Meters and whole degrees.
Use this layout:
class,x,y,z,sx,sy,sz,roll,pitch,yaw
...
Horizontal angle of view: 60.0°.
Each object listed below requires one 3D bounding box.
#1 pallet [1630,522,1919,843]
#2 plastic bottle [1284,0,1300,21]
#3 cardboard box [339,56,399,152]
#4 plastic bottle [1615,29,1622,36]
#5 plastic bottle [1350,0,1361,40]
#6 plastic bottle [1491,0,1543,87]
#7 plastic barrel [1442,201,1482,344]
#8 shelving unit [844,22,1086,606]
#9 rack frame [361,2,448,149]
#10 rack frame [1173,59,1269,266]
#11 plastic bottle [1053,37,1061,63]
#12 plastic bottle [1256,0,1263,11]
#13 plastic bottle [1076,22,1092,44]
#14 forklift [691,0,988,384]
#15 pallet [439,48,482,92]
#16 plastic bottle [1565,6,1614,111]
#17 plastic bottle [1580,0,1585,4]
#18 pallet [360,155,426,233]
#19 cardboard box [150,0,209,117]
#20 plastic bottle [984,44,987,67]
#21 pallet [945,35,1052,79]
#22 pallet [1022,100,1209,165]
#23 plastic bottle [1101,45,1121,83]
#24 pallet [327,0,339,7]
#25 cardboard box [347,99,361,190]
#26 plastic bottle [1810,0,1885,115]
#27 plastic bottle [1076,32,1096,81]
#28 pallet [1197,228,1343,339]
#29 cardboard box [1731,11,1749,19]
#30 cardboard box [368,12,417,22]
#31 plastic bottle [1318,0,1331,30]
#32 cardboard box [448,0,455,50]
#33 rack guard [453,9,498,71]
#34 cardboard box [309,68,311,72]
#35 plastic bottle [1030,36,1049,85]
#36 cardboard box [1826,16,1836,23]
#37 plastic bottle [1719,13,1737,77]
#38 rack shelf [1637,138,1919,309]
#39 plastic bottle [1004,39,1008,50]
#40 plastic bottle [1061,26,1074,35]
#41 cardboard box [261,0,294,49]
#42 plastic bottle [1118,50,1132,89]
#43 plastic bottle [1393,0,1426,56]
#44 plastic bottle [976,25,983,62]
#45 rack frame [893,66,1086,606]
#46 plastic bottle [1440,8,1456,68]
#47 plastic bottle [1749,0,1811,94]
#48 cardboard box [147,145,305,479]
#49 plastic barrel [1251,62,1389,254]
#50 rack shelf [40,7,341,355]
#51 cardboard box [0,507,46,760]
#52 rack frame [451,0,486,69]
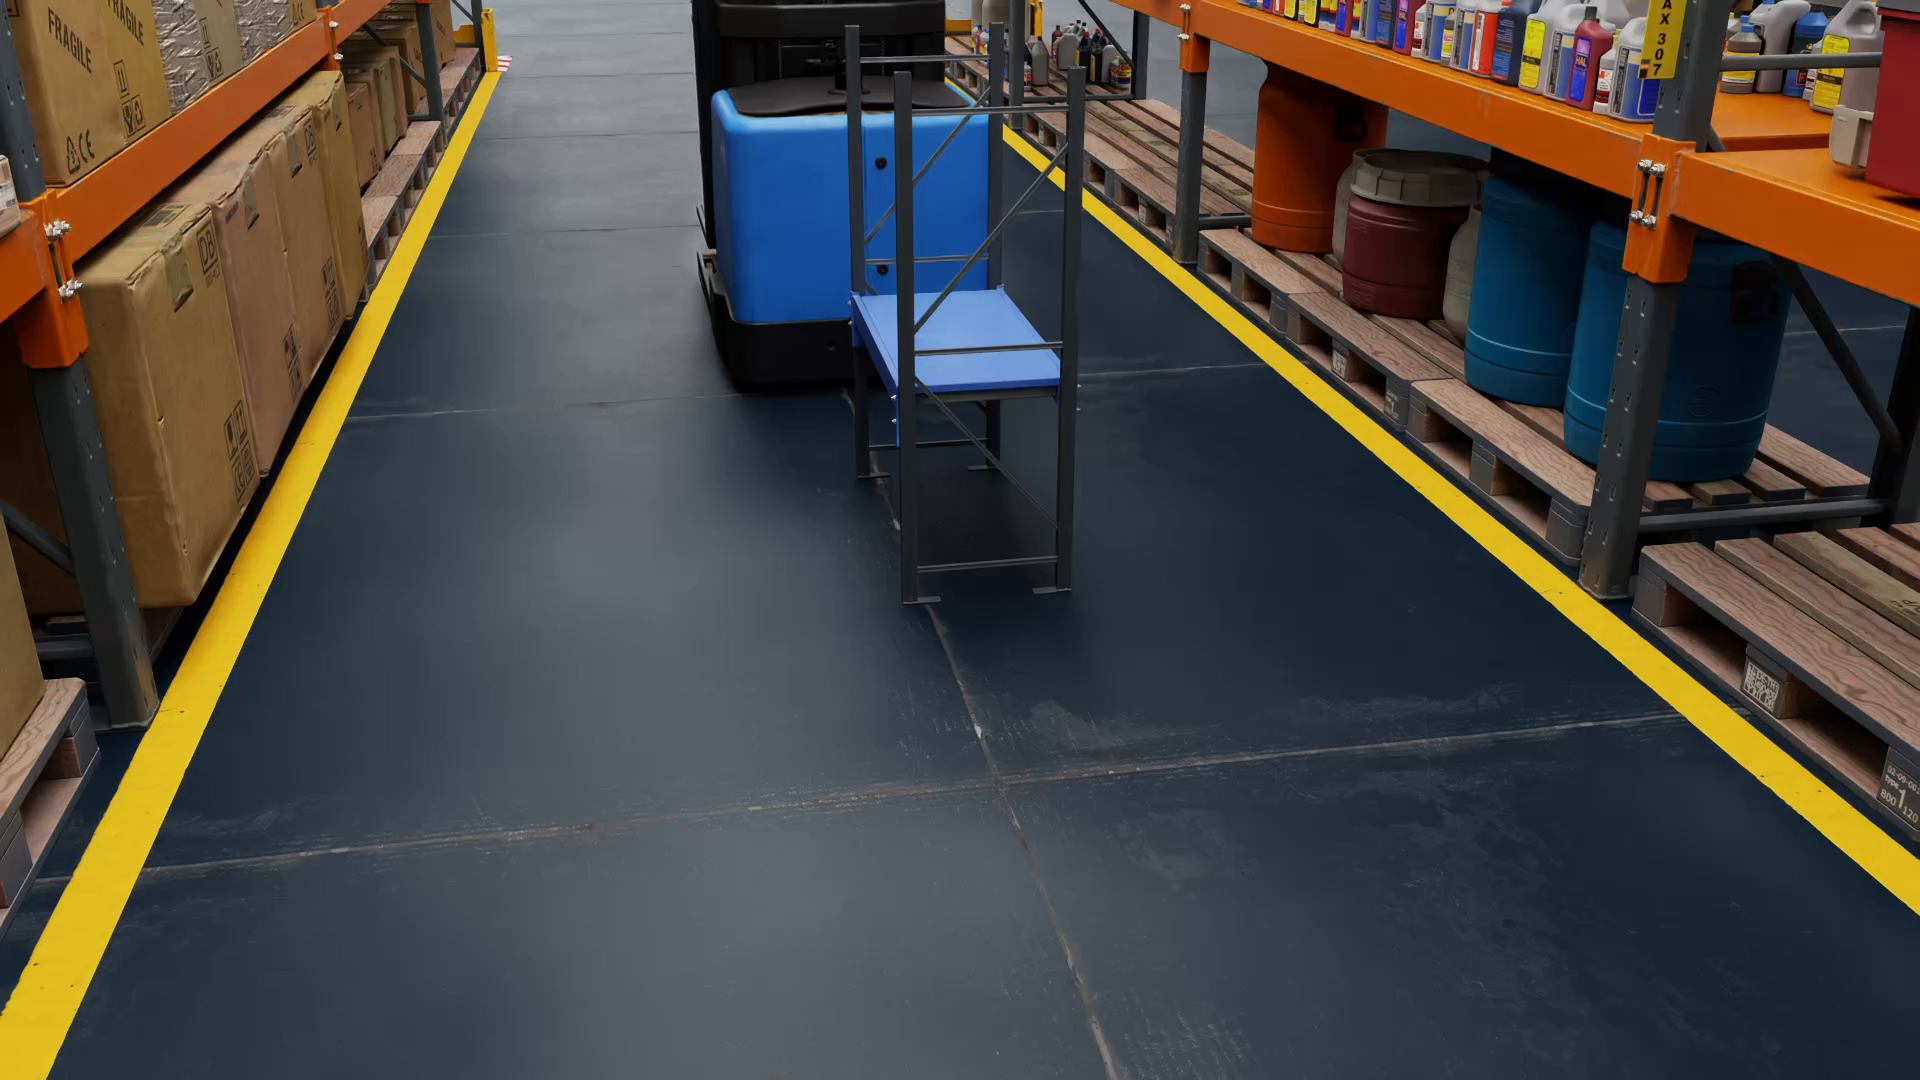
class,x,y,z,sx,sy,sz,roll,pitch,yaw
pallet,2.509,0.312,4.272,1.003,0.211,1.213,-4,24,-10
plastic bottle,1.423,-2.340,7.006,0.061,0.283,0.133,-4,24,-10
cardboard box,-3.850,-2.657,10.158,0.700,0.500,0.500,-4,24,-10
plastic bottle,1.996,-1.453,5.077,0.097,0.201,0.097,0,24,0
plastic bottle,1.565,-2.071,6.404,0.097,0.271,0.097,0,24,0
plastic bottle,1.809,-1.640,5.319,0.144,0.351,0.185,-4,24,-10
plastic barrel,2.103,-1.027,6.438,0.421,0.512,0.421,0,24,0
shelving unit,-0.016,-0.721,5.027,0.538,1.500,1.048,-4,24,-10
rack frame,-4.012,-4.033,10.735,1.000,3.000,0.127,-4,24,-10
rack frame,1.595,-2.826,7.972,1.000,3.000,0.127,-4,24,-10
plastic bottle,0.812,-4.029,13.675,0.097,0.201,0.097,0,24,0
plastic bottle,1.370,-2.455,7.371,0.097,0.201,0.097,0,24,0
plastic bottle,1.000,-3.976,13.367,0.144,0.351,0.185,-4,24,-10
forklift,-0.658,-2.513,7.341,1.130,2.935,3.031,-5,24,-11
pallet,-4.622,-3.976,14.090,1.003,0.211,1.213,-4,24,-10
plastic bottle,1.857,-1.418,4.894,0.061,0.283,0.133,-4,24,-10
plastic bottle,1.951,-1.651,5.343,0.144,0.351,0.185,-4,24,-10
pallet,-3.638,-1.968,9.492,1.003,0.211,1.213,-4,24,-10
cardboard box,-2.558,-1.526,4.871,0.500,0.500,0.500,-5,24,-11
plastic bottle,0.245,-3.942,13.475,0.097,0.201,0.097,0,24,0
pallet,0.321,-4.348,14.942,1.003,0.211,1.213,-4,24,-10
pallet,1.039,-2.815,11.432,1.003,0.211,1.213,-4,24,-10
plastic bottle,1.141,-3.635,12.680,0.152,0.276,0.135,-3,24,-8
pallet,-3.509,-2.644,7.795,1.213,0.211,1.003,-4,24,-10
cardboard box,-3.531,-1.995,8.643,0.700,0.500,0.500,-6,24,-14
plastic bottle,2.581,-1.408,4.788,0.144,0.351,0.185,-4,24,-10
plastic bottle,0.972,-3.724,12.790,0.144,0.351,0.185,-4,24,-10
pallet,1.782,-1.241,7.827,1.003,0.211,1.213,-4,24,-10
cardboard box,5.556,-3.773,12.350,0.500,0.311,0.500,-4,24,-10
cardboard box,-4.352,-3.703,12.579,0.500,0.500,0.500,-6,24,-14
plastic bottle,1.505,-2.200,6.700,0.097,0.271,0.097,0,24,0
cardboard box,-4.653,-4.406,14.189,0.500,0.500,0.500,0,24,0
rack guard,-4.738,-4.430,14.770,1.175,0.500,0.348,-4,24,-10
cardboard box,-3.534,-2.328,8.469,0.500,0.250,0.500,-2,24,-4
plastic bottle,0.595,-3.629,12.572,0.144,0.351,0.185,-4,24,-10
cardboard box,6.183,-3.611,11.981,0.500,0.311,0.500,-4,24,-8
plastic bottle,2.525,-1.640,5.505,0.097,0.201,0.097,0,24,0
rack shelf,2.705,-0.136,2.713,1.077,0.370,4.000,-4,24,-10
plastic bottle,0.346,-3.724,12.874,0.061,0.283,0.133,-3,24,-6
plastic bottle,0.906,-4.135,13.823,0.152,0.276,0.135,-4,24,-9
cardboard box,-2.851,-2.133,6.260,0.500,0.500,0.500,-5,24,-10
plastic bottle,1.227,-3.508,12.394,0.097,0.271,0.097,0,24,0
plastic bottle,1.628,-1.904,6.007,0.061,0.283,0.133,-4,24,-10
plastic bottle,0.169,-4.103,13.740,0.061,0.283,0.133,-4,24,-9
rack frame,0.078,-0.521,4.569,0.500,1.500,0.032,-4,24,-10
plastic bottle,1.710,-1.731,5.714,0.097,0.201,0.097,0,24,0
plastic bottle,2.556,-1.550,5.206,0.152,0.276,0.135,-4,24,-10
cardboard box,-2.837,-0.706,5.249,1.225,0.875,0.875,-5,24,-12
plastic barrel,1.702,-1.833,7.885,0.600,0.830,0.708,-4,24,-10
rack shelf,-2.903,-1.343,5.476,1.077,0.370,4.000,-4,24,-10
cardboard box,-2.489,0.161,3.264,0.875,0.875,0.875,-4,24,-10
rack frame,-4.752,-5.606,14.338,1.000,3.000,0.127,-4,24,-10
